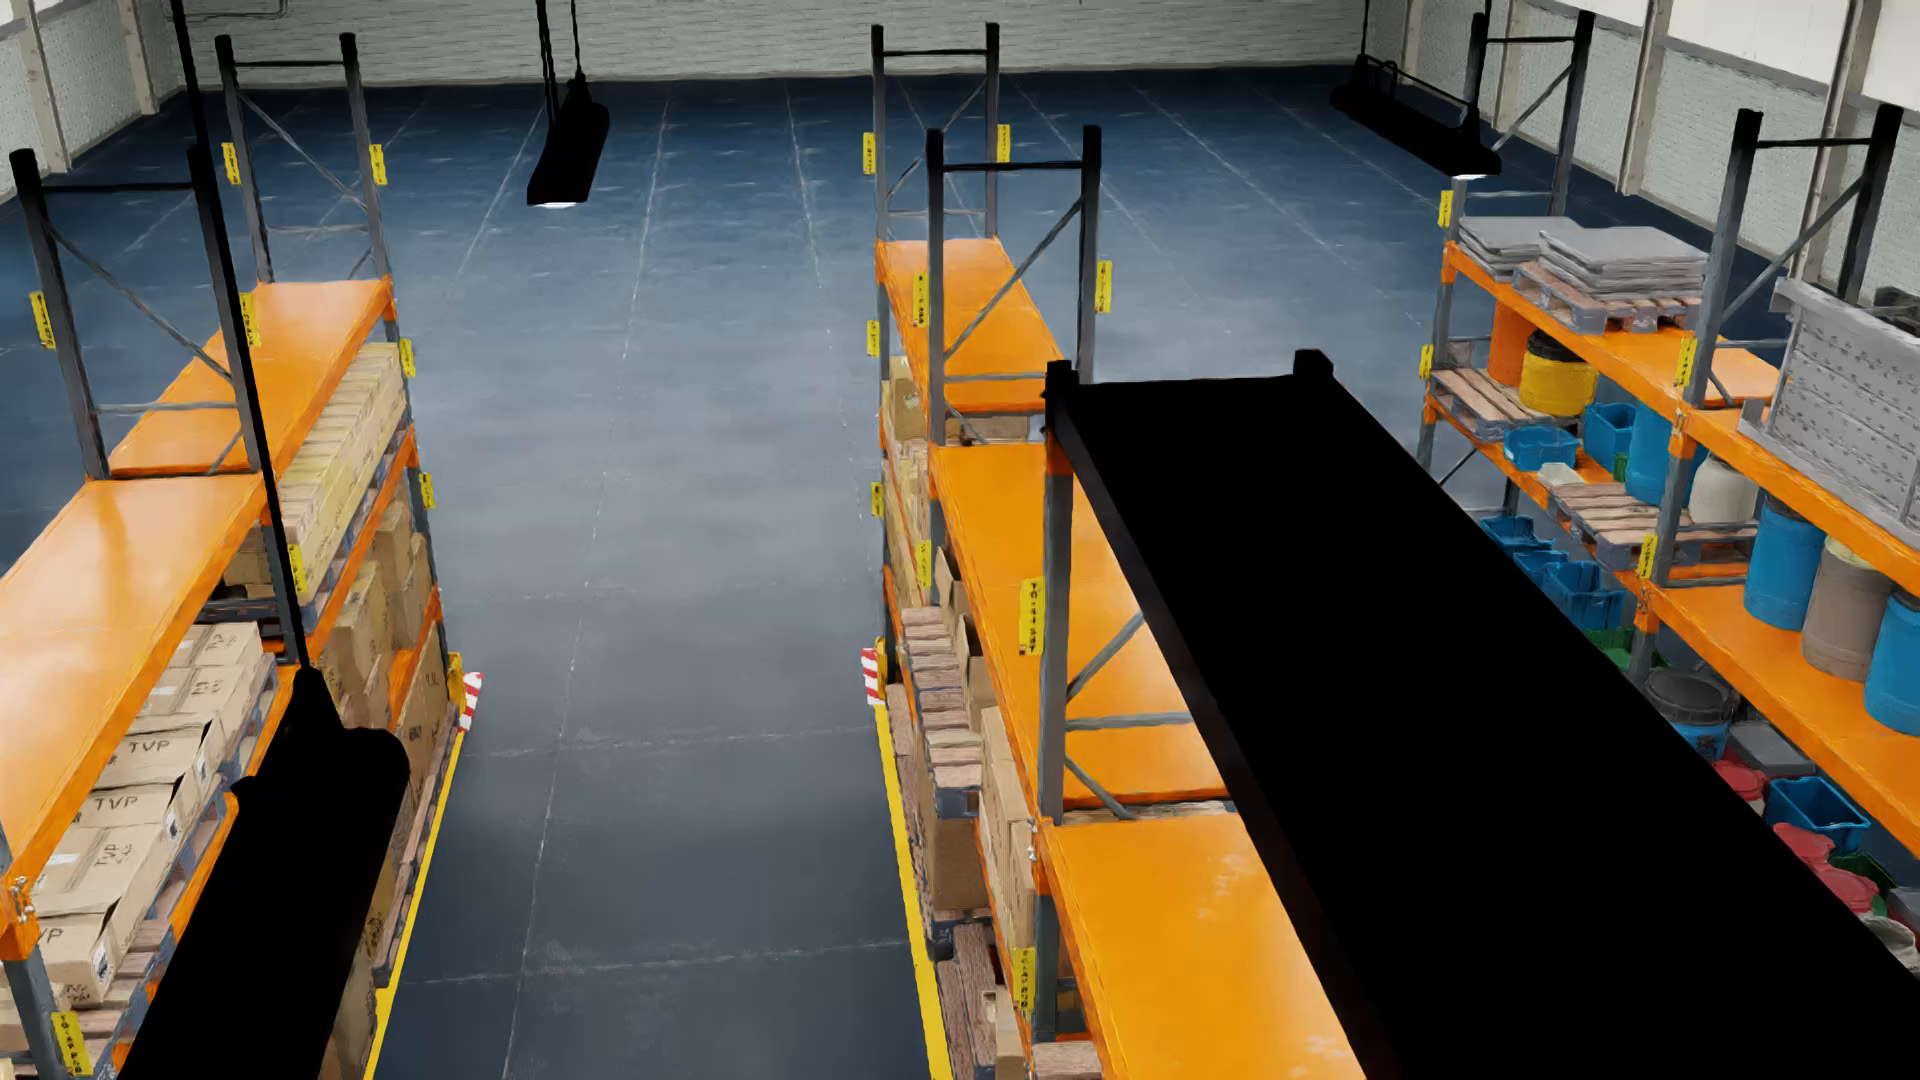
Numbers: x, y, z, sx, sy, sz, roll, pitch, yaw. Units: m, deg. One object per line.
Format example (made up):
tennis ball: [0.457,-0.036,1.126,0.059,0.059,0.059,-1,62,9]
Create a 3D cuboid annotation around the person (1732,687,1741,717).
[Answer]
person: [7.340,0.877,14.724,0.667,1.660,0.810,-12,28,-23]
